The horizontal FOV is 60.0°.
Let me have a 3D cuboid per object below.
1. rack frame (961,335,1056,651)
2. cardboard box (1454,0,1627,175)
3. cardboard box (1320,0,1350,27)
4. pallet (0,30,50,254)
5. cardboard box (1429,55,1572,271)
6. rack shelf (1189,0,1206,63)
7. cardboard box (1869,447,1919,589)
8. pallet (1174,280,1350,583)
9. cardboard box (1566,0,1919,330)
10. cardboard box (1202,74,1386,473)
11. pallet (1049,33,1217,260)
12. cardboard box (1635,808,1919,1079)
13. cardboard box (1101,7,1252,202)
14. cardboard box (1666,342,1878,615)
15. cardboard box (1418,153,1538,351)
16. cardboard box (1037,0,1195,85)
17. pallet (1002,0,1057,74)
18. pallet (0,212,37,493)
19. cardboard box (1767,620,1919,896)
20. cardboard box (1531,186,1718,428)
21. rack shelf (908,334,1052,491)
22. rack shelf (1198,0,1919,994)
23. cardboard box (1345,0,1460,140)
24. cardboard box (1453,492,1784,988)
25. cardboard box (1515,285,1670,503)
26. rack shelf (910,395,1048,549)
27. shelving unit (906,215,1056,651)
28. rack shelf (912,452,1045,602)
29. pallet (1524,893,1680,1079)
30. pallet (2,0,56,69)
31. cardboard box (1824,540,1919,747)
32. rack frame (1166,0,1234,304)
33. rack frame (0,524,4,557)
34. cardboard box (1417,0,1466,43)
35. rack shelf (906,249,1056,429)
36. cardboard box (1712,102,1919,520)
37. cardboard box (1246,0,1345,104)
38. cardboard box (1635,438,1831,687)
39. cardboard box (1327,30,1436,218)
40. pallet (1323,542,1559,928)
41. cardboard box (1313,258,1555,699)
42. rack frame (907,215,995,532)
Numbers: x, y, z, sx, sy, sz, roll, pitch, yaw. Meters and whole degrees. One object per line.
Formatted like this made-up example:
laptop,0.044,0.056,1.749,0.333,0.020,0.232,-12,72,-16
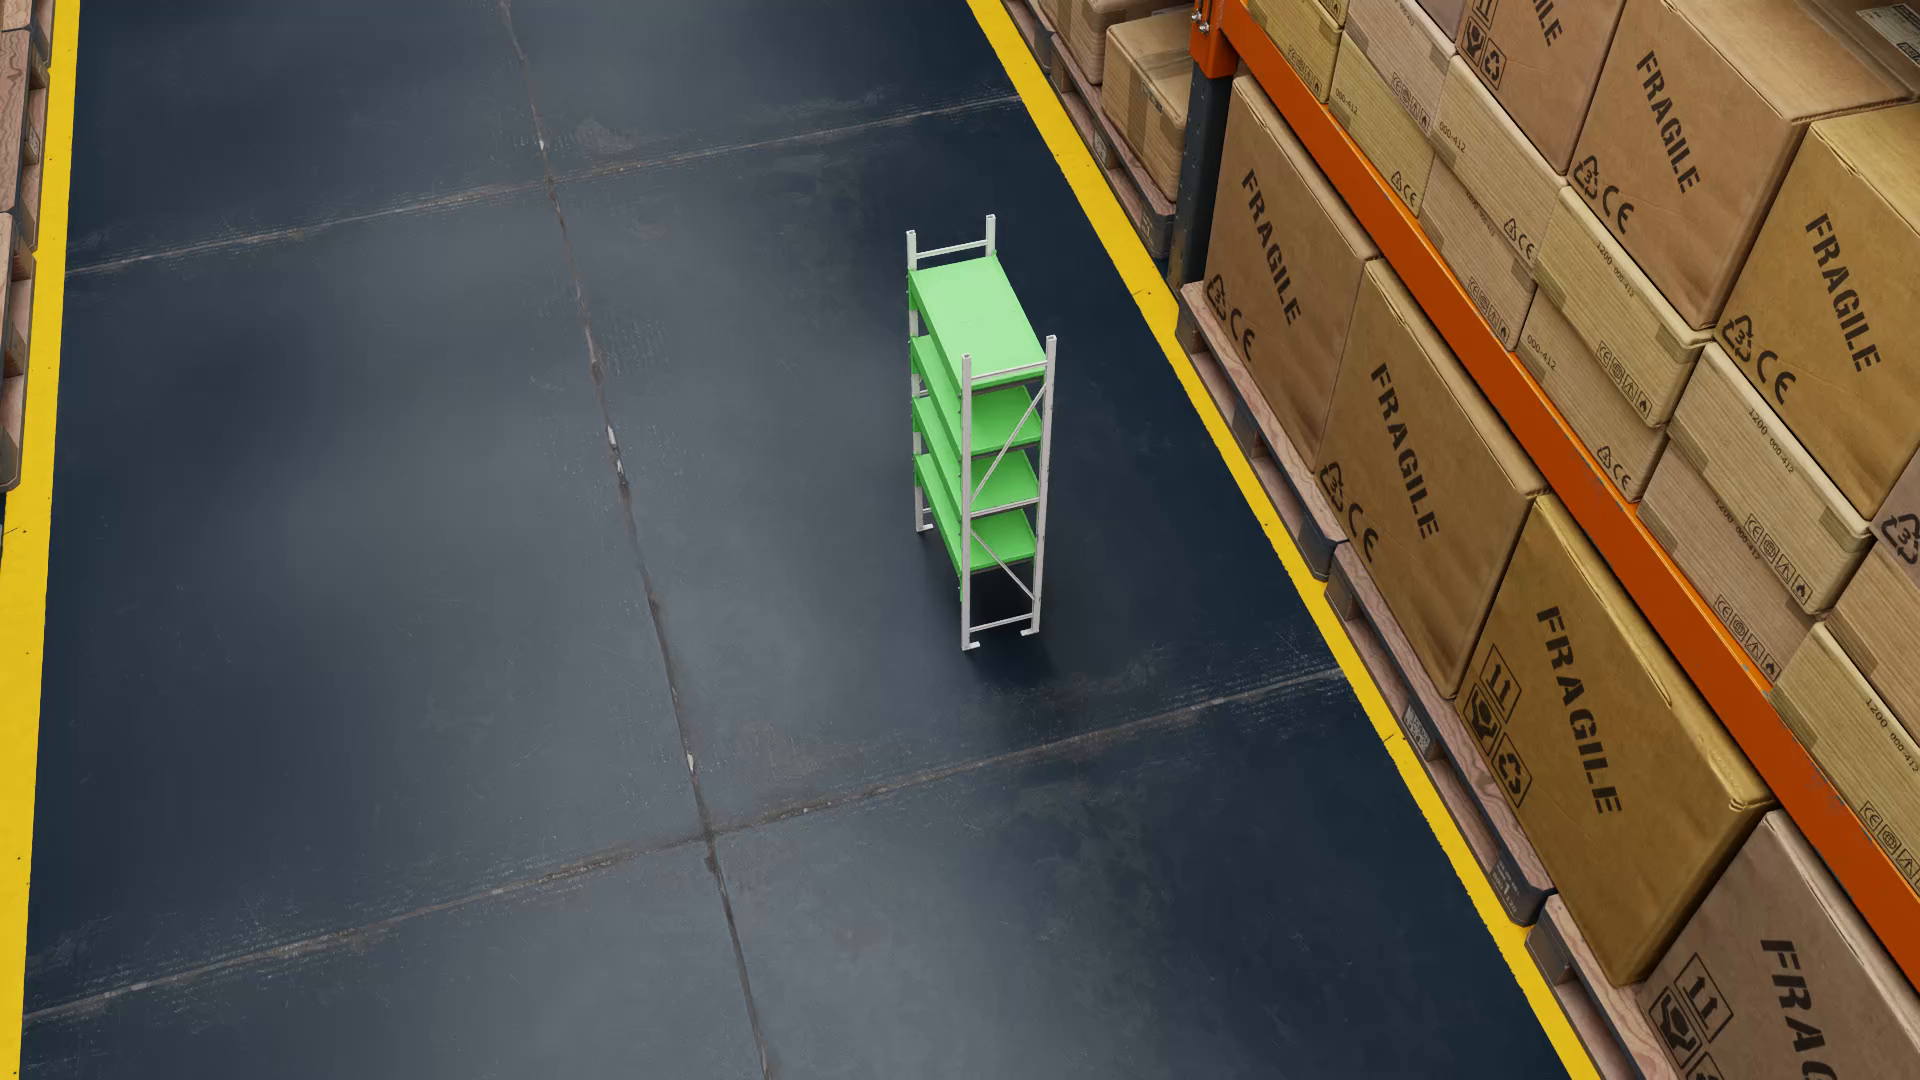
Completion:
rack frame,0.121,-0.088,4.539,0.240,1.200,0.015,-13,51,-11
cardboard box,1.450,-1.170,3.555,0.500,0.500,0.500,-12,51,-10
cardboard box,1.157,-1.659,4.458,0.500,0.250,0.500,-14,51,-11
pallet,-4.060,-1.448,6.333,1.003,0.211,1.213,-13,51,-11
cardboard box,1.445,-0.915,3.830,0.500,0.250,0.500,-13,51,-11
rack shelf,0.652,-3.201,6.457,1.077,0.370,4.000,-13,51,-11
cardboard box,1.894,-0.051,2.612,0.500,0.500,0.500,-12,51,-10
pallet,1.405,-0.481,5.517,1.003,0.211,1.213,-13,51,-11
cardboard box,1.596,-0.801,3.244,0.500,0.500,0.500,-13,51,-10
cardboard box,1.368,-0.900,5.162,0.875,0.875,0.875,-14,51,-11
pallet,1.014,-1.645,6.498,1.003,0.211,1.213,-13,51,-11
cardboard box,2.167,1.064,3.506,0.875,0.875,0.875,-12,51,-10
cardboard box,1.086,-1.676,6.145,0.950,0.372,0.625,-16,52,-13
cardboard box,1.750,-0.171,3.203,0.500,0.250,0.500,-12,51,-10
cardboard box,1.466,-0.754,4.022,0.500,0.250,0.500,-12,51,-10
cardboard box,0.860,-2.213,6.598,0.950,0.372,0.625,-14,51,-12
pallet,0.657,-2.534,7.248,1.003,0.211,1.213,-13,51,-11
pallet,-3.703,-0.559,5.583,1.003,0.211,1.213,-13,51,-11
cardboard box,1.903,0.355,3.087,0.500,0.250,0.500,-14,51,-11
cardboard box,1.582,-0.541,3.515,0.500,0.250,0.500,-13,51,-10
rack shelf,0.049,-0.379,4.555,0.258,0.148,0.480,-13,51,-11
rack shelf,1.835,-0.280,3.994,1.077,0.370,4.000,-13,51,-11
cardboard box,1.309,-1.281,4.140,0.500,0.250,0.500,-12,51,-10
cardboard box,1.892,0.406,4.061,0.875,0.875,0.875,-12,51,-10
cardboard box,1.615,-0.395,3.719,0.500,0.250,0.500,-13,51,-11
rack shelf,0.049,-0.225,4.738,0.258,0.148,0.480,-13,51,-11
shelving unit,0.049,-0.266,4.689,0.258,1.200,0.503,-13,51,-11
rack shelf,0.049,-0.070,4.922,0.258,0.148,0.480,-13,51,-11
pallet,2.126,1.301,4.015,1.003,0.211,1.213,-13,51,-11
pallet,-4.425,-2.341,7.085,1.003,0.211,1.213,-13,51,-11
cardboard box,1.909,0.206,2.886,0.500,0.250,0.500,-12,51,-10
rack frame,1.243,-1.972,4.951,1.000,3.000,0.127,-13,51,-11
rack frame,-3.497,-0.847,4.002,1.000,3.000,0.127,-13,51,-11
cardboard box,1.312,-1.551,3.876,0.500,0.500,0.500,-13,51,-11
rack shelf,0.049,-0.534,4.371,0.258,0.148,0.480,-13,51,-11
cardboard box,1.763,-0.426,2.928,0.500,0.500,0.500,-12,51,-10
cardboard box,1.148,-1.510,4.659,0.500,0.250,0.500,-14,51,-12
cardboard box,1.772,-0.018,3.402,0.500,0.250,0.500,-15,51,-12
cardboard box,1.317,-1.139,4.346,0.500,0.250,0.500,-15,51,-12
pallet,1.762,0.409,4.767,1.003,0.211,1.213,-13,51,-11
cardboard box,1.628,-0.247,4.612,0.875,0.875,0.875,-13,51,-11
rack frame,-0.023,-0.444,4.840,0.240,1.200,0.015,-13,51,-11
